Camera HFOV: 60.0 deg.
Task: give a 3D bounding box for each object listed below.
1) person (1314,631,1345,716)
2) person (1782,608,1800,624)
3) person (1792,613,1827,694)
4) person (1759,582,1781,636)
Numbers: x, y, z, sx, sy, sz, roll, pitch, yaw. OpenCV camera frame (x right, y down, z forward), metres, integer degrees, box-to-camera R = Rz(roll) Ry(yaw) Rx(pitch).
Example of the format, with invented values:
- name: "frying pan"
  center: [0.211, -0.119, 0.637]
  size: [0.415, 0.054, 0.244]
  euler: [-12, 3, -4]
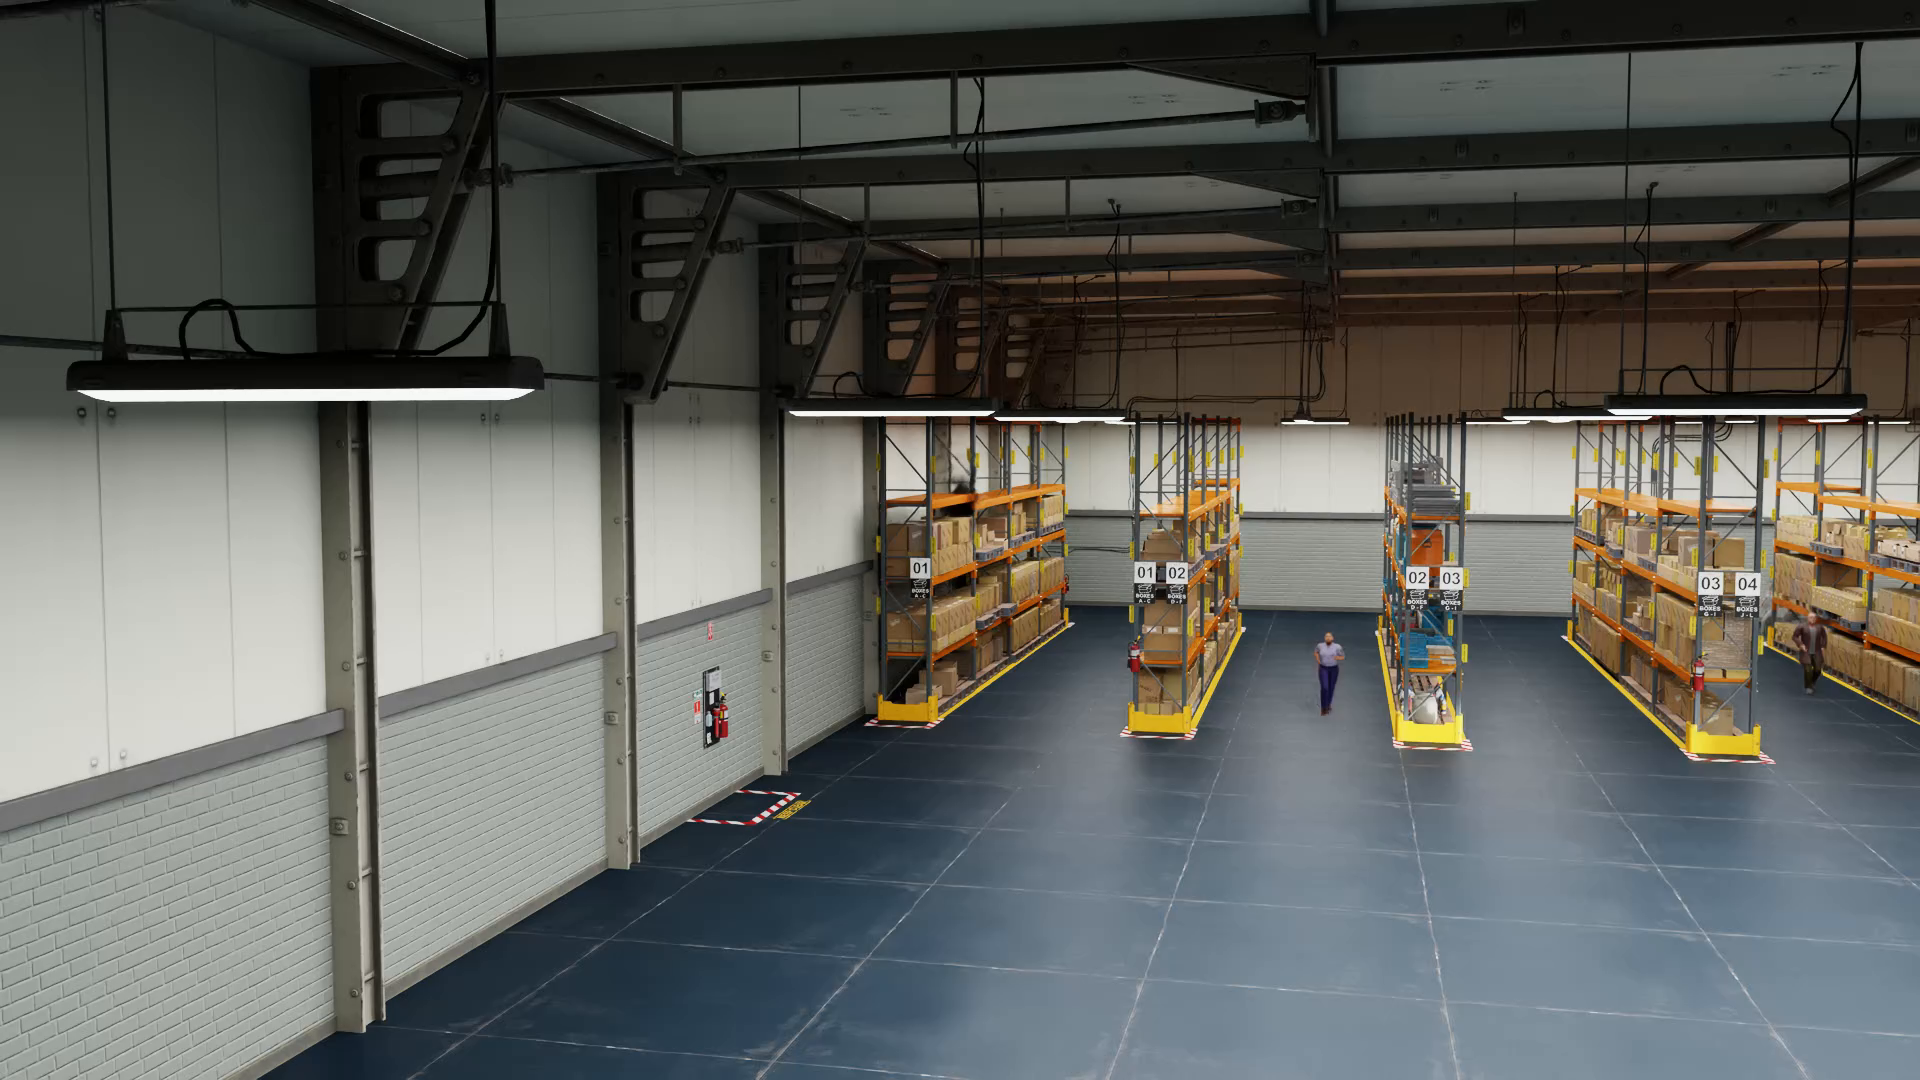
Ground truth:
- name: "person"
  center: [7.388, 2.674, 33.231]
  size: [0.574, 1.719, 0.739]
  euler: [0, 4, 7]
- name: "person"
  center: [22.426, 1.844, 44.772]
  size: [0.672, 1.704, 0.726]
  euler: [4, 5, 45]
- name: "person"
  center: [18.304, 2.434, 35.806]
  size: [0.722, 1.745, 0.624]
  euler: [1, 4, 14]
- name: "person"
  center: [21.741, 1.907, 44.652]
  size: [0.802, 1.593, 0.609]
  euler: [-1, 4, -9]
